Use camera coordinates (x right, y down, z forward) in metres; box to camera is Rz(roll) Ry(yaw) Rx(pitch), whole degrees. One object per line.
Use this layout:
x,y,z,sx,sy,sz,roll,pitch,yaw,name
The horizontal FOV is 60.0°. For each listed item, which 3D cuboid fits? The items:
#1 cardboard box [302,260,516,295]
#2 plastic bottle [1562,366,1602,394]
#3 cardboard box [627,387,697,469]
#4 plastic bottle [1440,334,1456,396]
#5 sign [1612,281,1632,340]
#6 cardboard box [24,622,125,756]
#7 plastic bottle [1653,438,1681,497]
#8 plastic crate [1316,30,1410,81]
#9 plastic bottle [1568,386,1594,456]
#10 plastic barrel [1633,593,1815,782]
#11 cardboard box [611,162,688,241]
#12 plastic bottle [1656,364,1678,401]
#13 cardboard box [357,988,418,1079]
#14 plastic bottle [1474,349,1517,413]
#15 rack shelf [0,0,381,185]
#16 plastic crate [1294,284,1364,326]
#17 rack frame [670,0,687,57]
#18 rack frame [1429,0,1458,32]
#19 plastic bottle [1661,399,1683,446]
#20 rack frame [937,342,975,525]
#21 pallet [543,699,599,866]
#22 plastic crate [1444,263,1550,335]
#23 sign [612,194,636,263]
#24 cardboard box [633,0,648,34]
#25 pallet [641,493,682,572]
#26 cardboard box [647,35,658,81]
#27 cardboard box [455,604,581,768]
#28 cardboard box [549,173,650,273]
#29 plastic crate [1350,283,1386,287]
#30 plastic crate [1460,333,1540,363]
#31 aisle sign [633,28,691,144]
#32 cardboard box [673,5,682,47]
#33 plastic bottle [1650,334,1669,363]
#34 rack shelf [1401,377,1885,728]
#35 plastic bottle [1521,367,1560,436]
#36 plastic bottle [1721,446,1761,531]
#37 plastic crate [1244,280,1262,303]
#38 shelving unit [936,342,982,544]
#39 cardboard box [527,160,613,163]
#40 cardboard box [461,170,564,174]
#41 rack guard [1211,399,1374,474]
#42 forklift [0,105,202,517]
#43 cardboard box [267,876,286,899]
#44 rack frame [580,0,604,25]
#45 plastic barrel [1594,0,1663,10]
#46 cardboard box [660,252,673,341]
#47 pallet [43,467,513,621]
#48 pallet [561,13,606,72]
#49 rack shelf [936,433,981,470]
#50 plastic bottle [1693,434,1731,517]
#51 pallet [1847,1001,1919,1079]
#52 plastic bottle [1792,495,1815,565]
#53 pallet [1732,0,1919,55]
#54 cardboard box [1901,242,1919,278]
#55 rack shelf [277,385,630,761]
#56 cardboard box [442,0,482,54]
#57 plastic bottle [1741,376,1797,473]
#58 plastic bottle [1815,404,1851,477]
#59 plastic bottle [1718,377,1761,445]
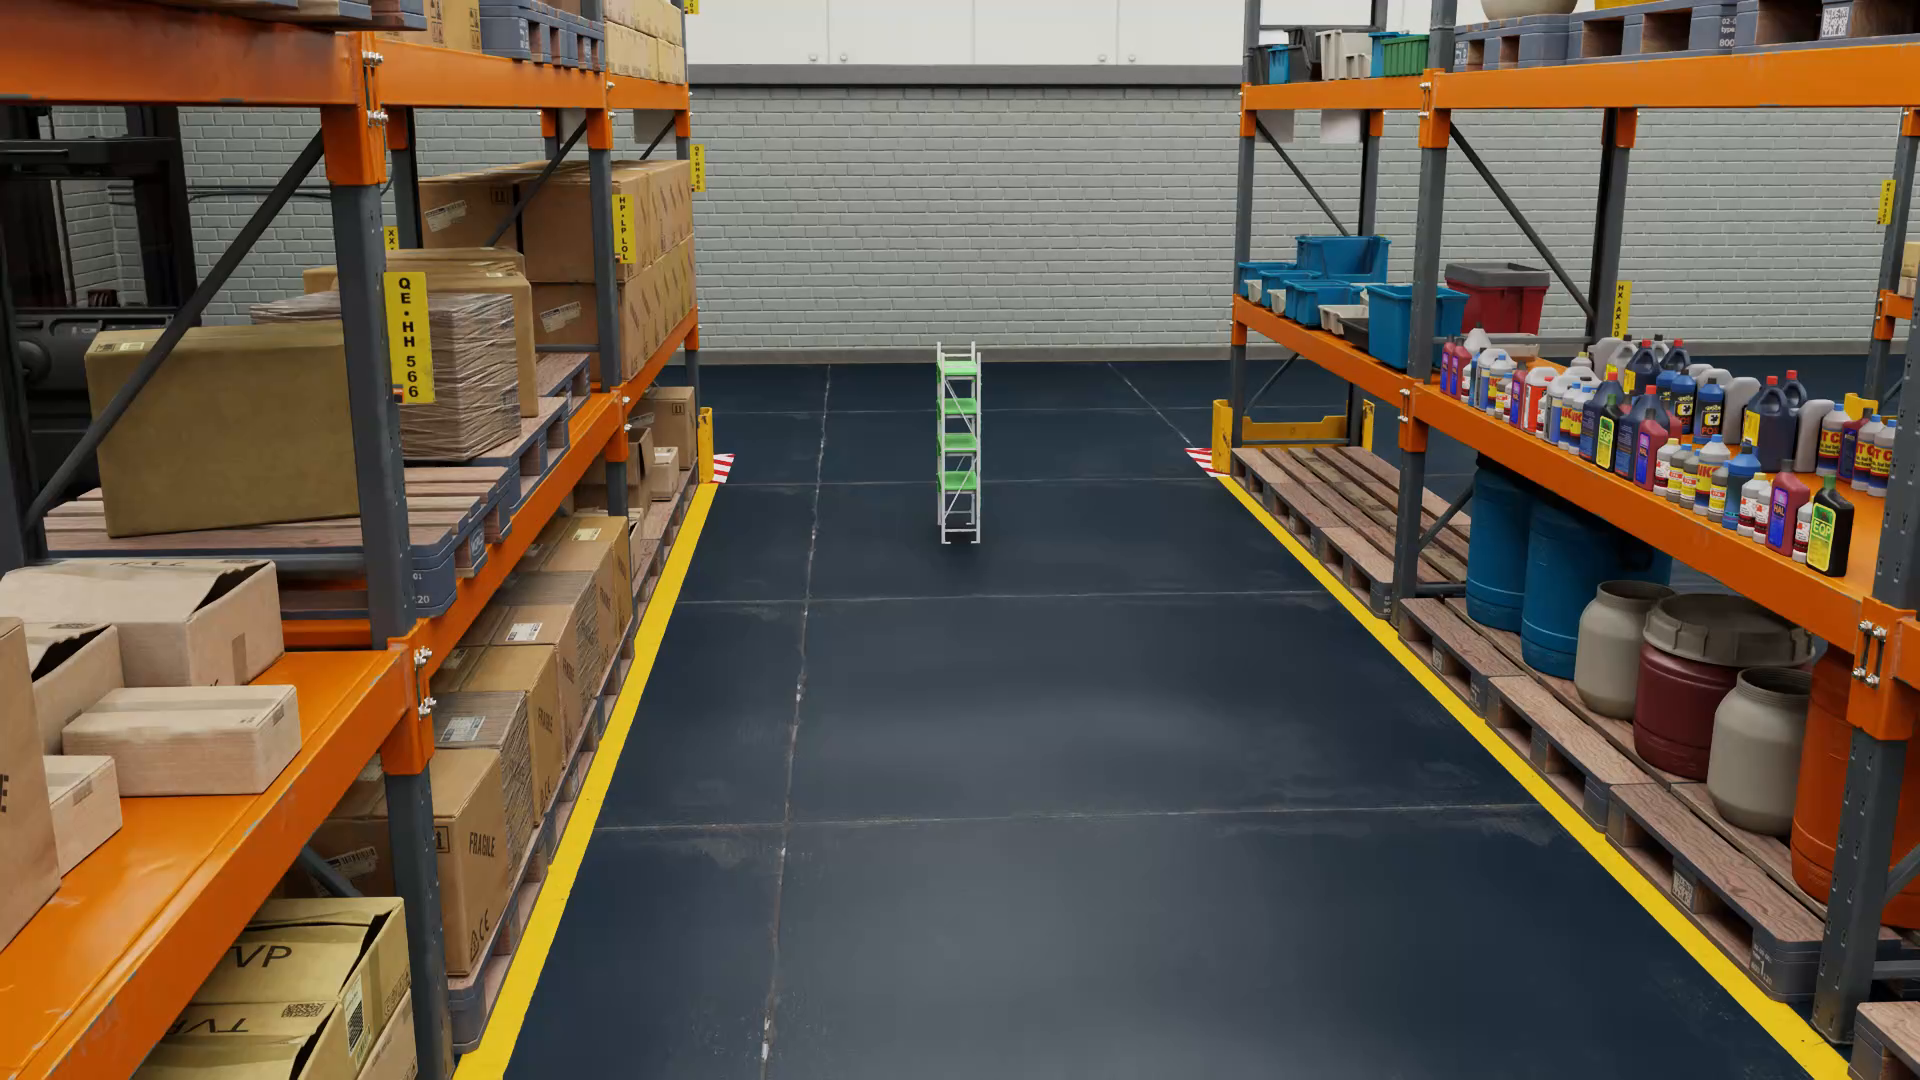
-2.256,-0.886,6.906,0.700,0.500,0.500,1,14,5,cardboard box
2.633,-0.592,7.056,0.152,0.276,0.135,-1,14,-3,plastic bottle
-2.137,-0.791,11.715,0.500,0.500,0.500,-1,14,-3,cardboard box
2.373,-0.847,8.031,0.061,0.283,0.133,-1,14,-3,plastic bottle
3.325,-1.143,8.393,0.100,0.325,0.005,-1,14,-3,sign
-2.059,0.338,3.372,0.500,0.311,0.500,-1,14,-4,cardboard box
2.527,-0.260,5.915,0.097,0.201,0.097,0,14,0,plastic bottle
2.357,-2.835,9.743,0.437,0.282,0.530,-1,14,-3,plastic crate
2.482,-0.476,6.615,0.097,0.271,0.097,0,14,0,plastic bottle
2.906,0.556,6.342,0.600,0.588,0.708,-1,14,-3,plastic barrel
-2.082,-2.221,10.930,0.500,0.500,0.500,0,14,-2,cardboard box
3.053,-0.623,7.185,0.097,0.271,0.097,0,14,0,plastic bottle
-1.645,1.325,4.033,0.500,0.250,0.500,-1,14,-2,cardboard box
2.447,-0.729,7.588,0.152,0.276,0.135,-1,14,-3,plastic bottle
-1.797,-0.537,2.019,1.077,0.370,4.000,-1,14,-3,rack shelf
2.315,-1.475,10.455,0.416,0.233,0.300,-1,14,-3,plastic crate
-2.416,-4.825,11.222,1.000,3.000,0.127,-1,14,-3,rack frame
2.776,-3.906,7.649,1.000,3.000,0.127,-1,14,-3,rack frame
2.634,-0.376,6.202,0.061,0.283,0.133,-1,14,-3,plastic bottle
-0.025,-0.683,10.773,0.240,1.200,0.015,-1,14,-3,rack frame
-2.002,0.931,6.484,1.003,0.211,1.213,-1,14,-3,pallet
2.971,-1.287,9.259,0.402,0.464,0.583,-1,14,-3,plastic crate
-1.615,-1.496,7.995,0.100,0.325,0.005,-1,14,-3,sign
-2.003,-2.921,9.138,0.500,0.250,0.500,-1,14,-3,cardboard box
-2.289,-0.050,10.296,1.003,0.211,1.213,-1,14,-3,pallet
-2.042,-2.803,9.683,0.500,0.250,0.500,-1,14,-3,cardboard box
-1.765,0.565,6.445,0.500,0.500,0.500,-1,14,-5,cardboard box
-1.949,-1.708,8.937,0.500,0.500,0.500,-1,14,-5,cardboard box
2.759,-1.697,11.511,0.396,0.136,0.243,-1,14,-3,plastic crate
2.889,-1.020,8.880,0.396,0.136,0.243,-1,14,-3,plastic crate
-2.115,-3.201,11.730,0.394,0.787,0.004,-1,14,-3,aisle sign
-2.130,-3.418,11.071,0.500,0.250,0.500,-1,14,-3,cardboard box
3.159,-0.753,7.534,0.144,0.351,0.185,-1,14,-3,plastic bottle
2.899,-0.155,6.553,1.077,0.370,4.000,-1,14,-3,rack shelf
2.481,-0.590,7.047,0.152,0.276,0.135,-1,14,-3,plastic bottle
2.557,-0.173,5.435,0.097,0.271,0.097,0,14,0,plastic bottle
2.152,-1.749,11.715,0.250,0.136,0.298,-1,14,-3,plastic crate
-0.010,-0.622,10.537,0.258,1.200,0.503,-1,14,-3,shelving unit
-2.652,-2.338,11.388,0.500,0.500,0.500,0,14,-2,cardboard box
-2.524,-1.832,9.421,0.500,0.500,0.500,-1,14,-3,cardboard box
2.513,-0.791,12.597,1.175,0.500,0.348,-1,14,-3,rack guard
-4.607,-1.011,8.573,1.130,2.935,3.031,-1,14,-3,forklift
-2.213,0.838,5.383,0.500,0.500,0.500,0,14,-1,cardboard box
-2.169,-3.831,7.355,1.000,3.000,0.127,-1,14,-3,rack frame
3.035,-2.524,7.077,0.600,0.588,0.600,0,14,0,plastic barrel
-2.025,-1.483,10.069,0.500,0.500,0.500,-1,14,-4,cardboard box
-2.033,-0.005,4.911,1.213,0.211,1.003,-1,14,-3,pallet
-2.198,-2.124,7.118,1.213,0.211,1.003,-1,14,-3,pallet
-0.010,-0.560,10.553,0.258,0.148,0.480,-1,14,-3,rack shelf
2.545,-0.221,5.624,0.097,0.271,0.097,0,14,0,plastic bottle
3.033,1.538,4.126,1.003,0.211,1.213,-1,14,-3,pallet
2.584,-0.033,5.033,0.097,0.201,0.097,0,14,0,plastic bottle
3.074,-1.559,4.925,1.003,0.211,1.213,-1,14,-3,pallet
7.231,-2.020,12.062,0.500,0.250,0.500,-1,14,-5,cardboard box
-2.045,-0.080,6.259,1.077,0.370,4.000,-1,14,-3,rack shelf
-2.045,-1.796,5.266,0.910,0.500,0.500,-1,14,-3,cardboard box
3.084,-0.444,6.330,0.144,0.351,0.185,-1,14,-3,plastic bottle
3.268,-0.373,6.214,0.097,0.271,0.097,0,14,0,plastic bottle
3.199,-0.540,6.856,0.152,0.276,0.135,-1,14,-3,plastic bottle
